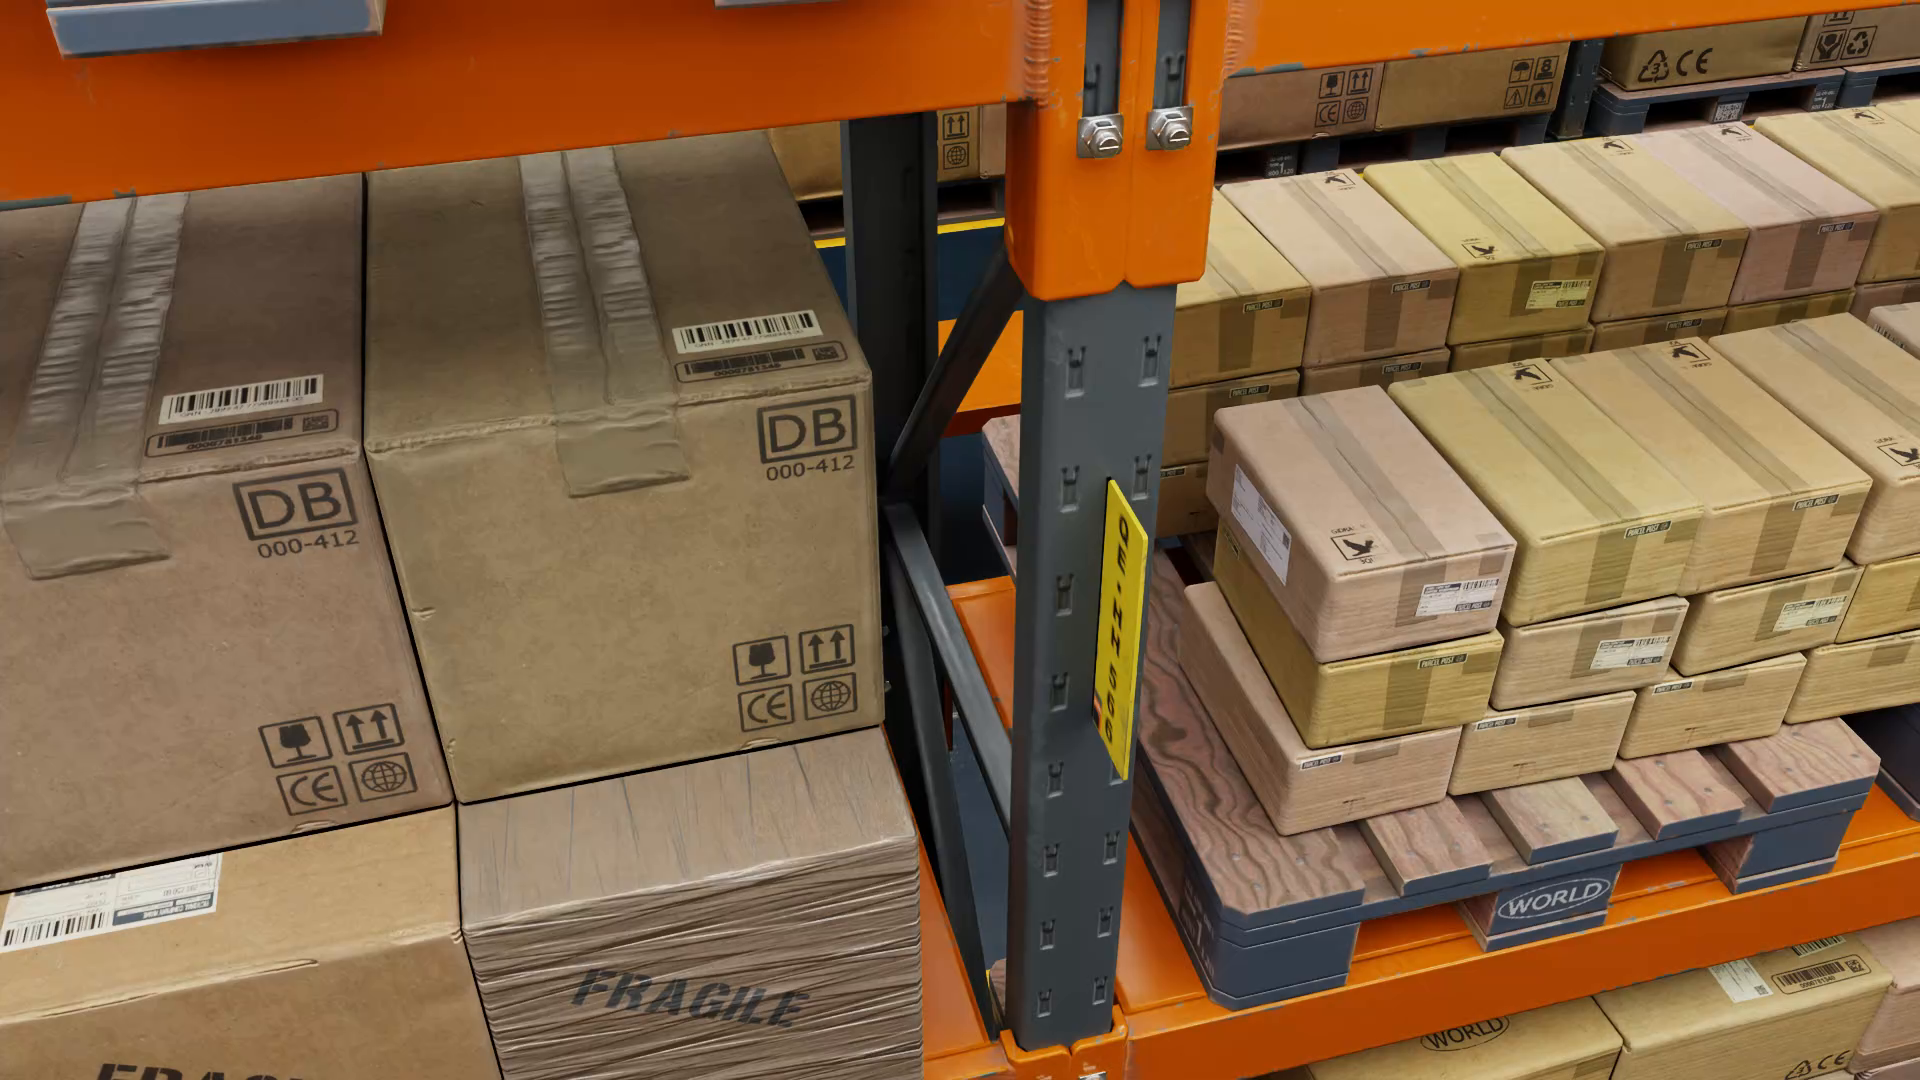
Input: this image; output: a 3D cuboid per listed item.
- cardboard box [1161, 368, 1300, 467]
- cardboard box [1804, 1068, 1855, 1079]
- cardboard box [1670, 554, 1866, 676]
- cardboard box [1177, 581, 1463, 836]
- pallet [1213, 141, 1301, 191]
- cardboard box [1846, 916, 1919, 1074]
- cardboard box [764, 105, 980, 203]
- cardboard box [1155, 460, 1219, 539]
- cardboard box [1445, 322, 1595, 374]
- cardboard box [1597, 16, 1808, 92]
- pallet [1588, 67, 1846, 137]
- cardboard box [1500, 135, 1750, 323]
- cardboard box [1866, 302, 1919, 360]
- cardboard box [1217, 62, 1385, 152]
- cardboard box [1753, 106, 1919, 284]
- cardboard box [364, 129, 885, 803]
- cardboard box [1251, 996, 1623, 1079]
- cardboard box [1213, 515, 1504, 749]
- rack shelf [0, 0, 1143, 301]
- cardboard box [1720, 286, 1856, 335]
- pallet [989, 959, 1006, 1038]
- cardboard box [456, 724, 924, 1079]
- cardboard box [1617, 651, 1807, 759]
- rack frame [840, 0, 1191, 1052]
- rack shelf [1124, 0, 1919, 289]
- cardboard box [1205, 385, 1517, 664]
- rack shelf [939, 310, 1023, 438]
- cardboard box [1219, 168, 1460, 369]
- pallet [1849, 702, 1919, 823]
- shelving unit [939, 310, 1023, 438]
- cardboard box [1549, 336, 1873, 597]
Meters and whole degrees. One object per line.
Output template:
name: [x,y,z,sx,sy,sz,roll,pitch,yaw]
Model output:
cardboard box: [0.372,-0.298,2.787,0.250,0.149,0.380,-9,38,-11]
cardboard box: [1.248,1.015,3.167,0.500,0.500,0.500,-9,38,-11]
cardboard box: [1.051,0.000,2.397,0.250,0.149,0.380,-10,39,-13]
cardboard box: [0.499,0.213,2.364,0.250,0.149,0.380,-10,38,-13]
pallet: [0.775,-1.857,7.504,1.213,0.211,1.003,-9,38,-12]
cardboard box: [1.713,0.642,3.036,0.500,0.250,0.500,-9,38,-12]
cardboard box: [-0.510,-2.113,6.946,0.875,0.875,1.225,-11,39,-14]
cardboard box: [0.370,-0.182,2.880,0.250,0.149,0.380,-9,38,-11]
cardboard box: [0.883,-0.384,2.900,0.250,0.149,0.380,-8,38,-11]
cardboard box: [3.338,-2.707,7.723,0.875,0.875,0.875,-9,38,-12]
pallet: [3.435,-2.293,8.074,1.213,0.211,1.003,-9,38,-12]
cardboard box: [1.120,-0.542,2.861,0.250,0.149,0.380,-8,38,-11]
cardboard box: [1.524,-0.196,2.409,0.250,0.149,0.380,-8,38,-10]
cardboard box: [1.205,-2.394,7.314,0.875,0.875,1.225,-11,39,-14]
cardboard box: [1.616,-0.621,2.964,0.250,0.149,0.380,-8,38,-10]
cardboard box: [-0.422,-0.139,2.058,0.500,0.500,0.700,-10,38,-12]
cardboard box: [0.743,0.794,2.838,0.500,0.250,0.500,-11,39,-14]
cardboard box: [0.533,0.089,2.282,0.250,0.149,0.380,-8,38,-10]
rack shelf: [-1.917,-0.356,1.370,4.000,0.370,1.077,-9,38,-12]
cardboard box: [1.365,-0.462,3.001,0.250,0.149,0.380,-10,38,-12]
pallet: [0.769,1.217,3.485,1.213,0.211,1.003,-9,38,-12]
cardboard box: [-0.351,0.422,2.148,0.500,0.500,0.500,-9,38,-12]
cardboard box: [1.018,0.128,2.475,0.250,0.149,0.380,-7,38,-10]
rack frame: [0.014,0.233,2.477,0.127,3.000,1.000,-9,38,-12]
rack shelf: [1.945,-0.990,2.198,4.000,0.370,1.077,-9,38,-12]
cardboard box: [0.515,-0.031,2.193,0.250,0.149,0.380,-9,38,-12]
rack shelf: [-0.082,-0.439,4.886,1.000,0.185,0.538,-9,38,-12]
cardboard box: [0.611,-0.456,2.748,0.250,0.149,0.380,-10,38,-13]
pallet: [1.914,-0.029,2.977,1.213,0.211,1.003,-9,38,-12]
shelving unit: [-0.074,-0.584,4.779,1.083,1.500,0.587,-9,38,-12]
cardboard box: [1.007,-0.111,2.297,0.250,0.149,0.380,-10,38,-12]
